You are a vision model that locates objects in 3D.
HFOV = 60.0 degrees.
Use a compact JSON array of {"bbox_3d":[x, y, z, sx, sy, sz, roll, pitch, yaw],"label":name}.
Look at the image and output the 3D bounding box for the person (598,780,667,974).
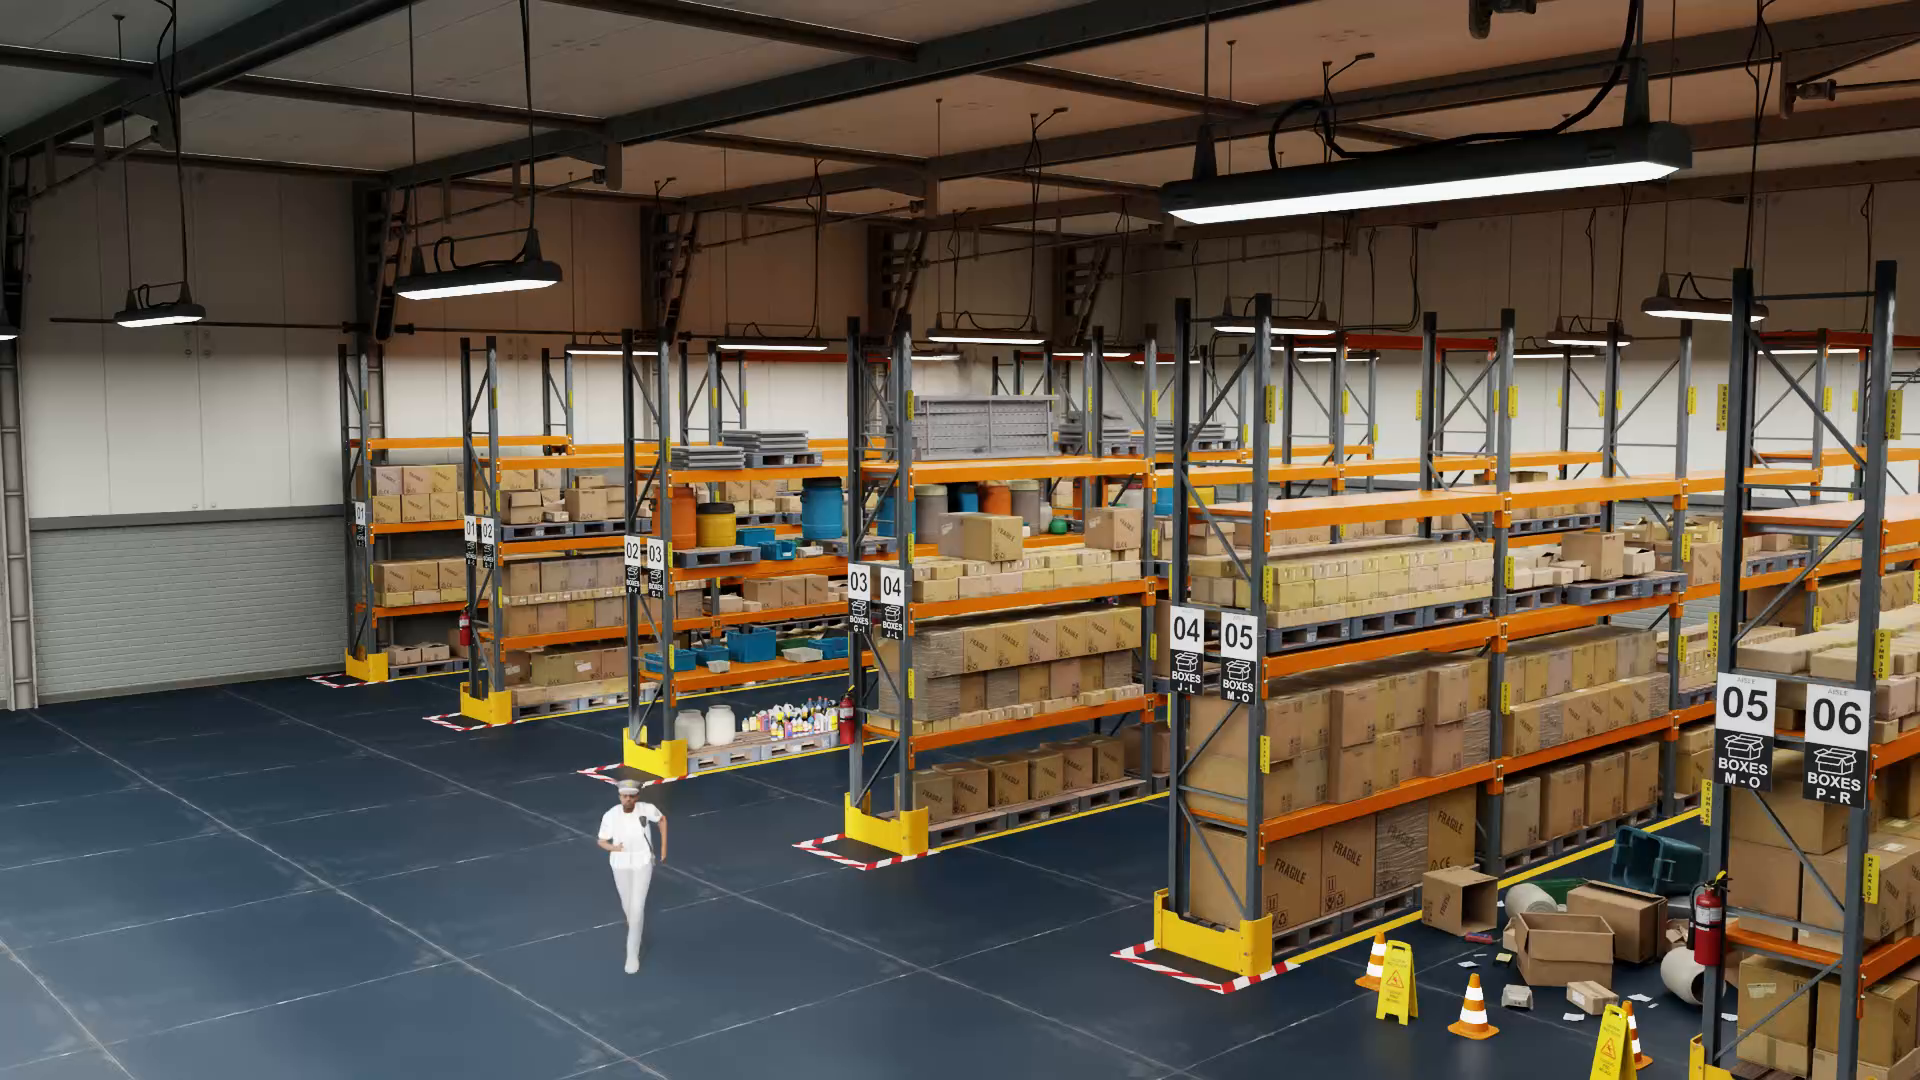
[{"bbox_3d":[-2.973,2.985,15.124,0.600,1.732,0.847,-1,5,-7],"label":"person"}]
